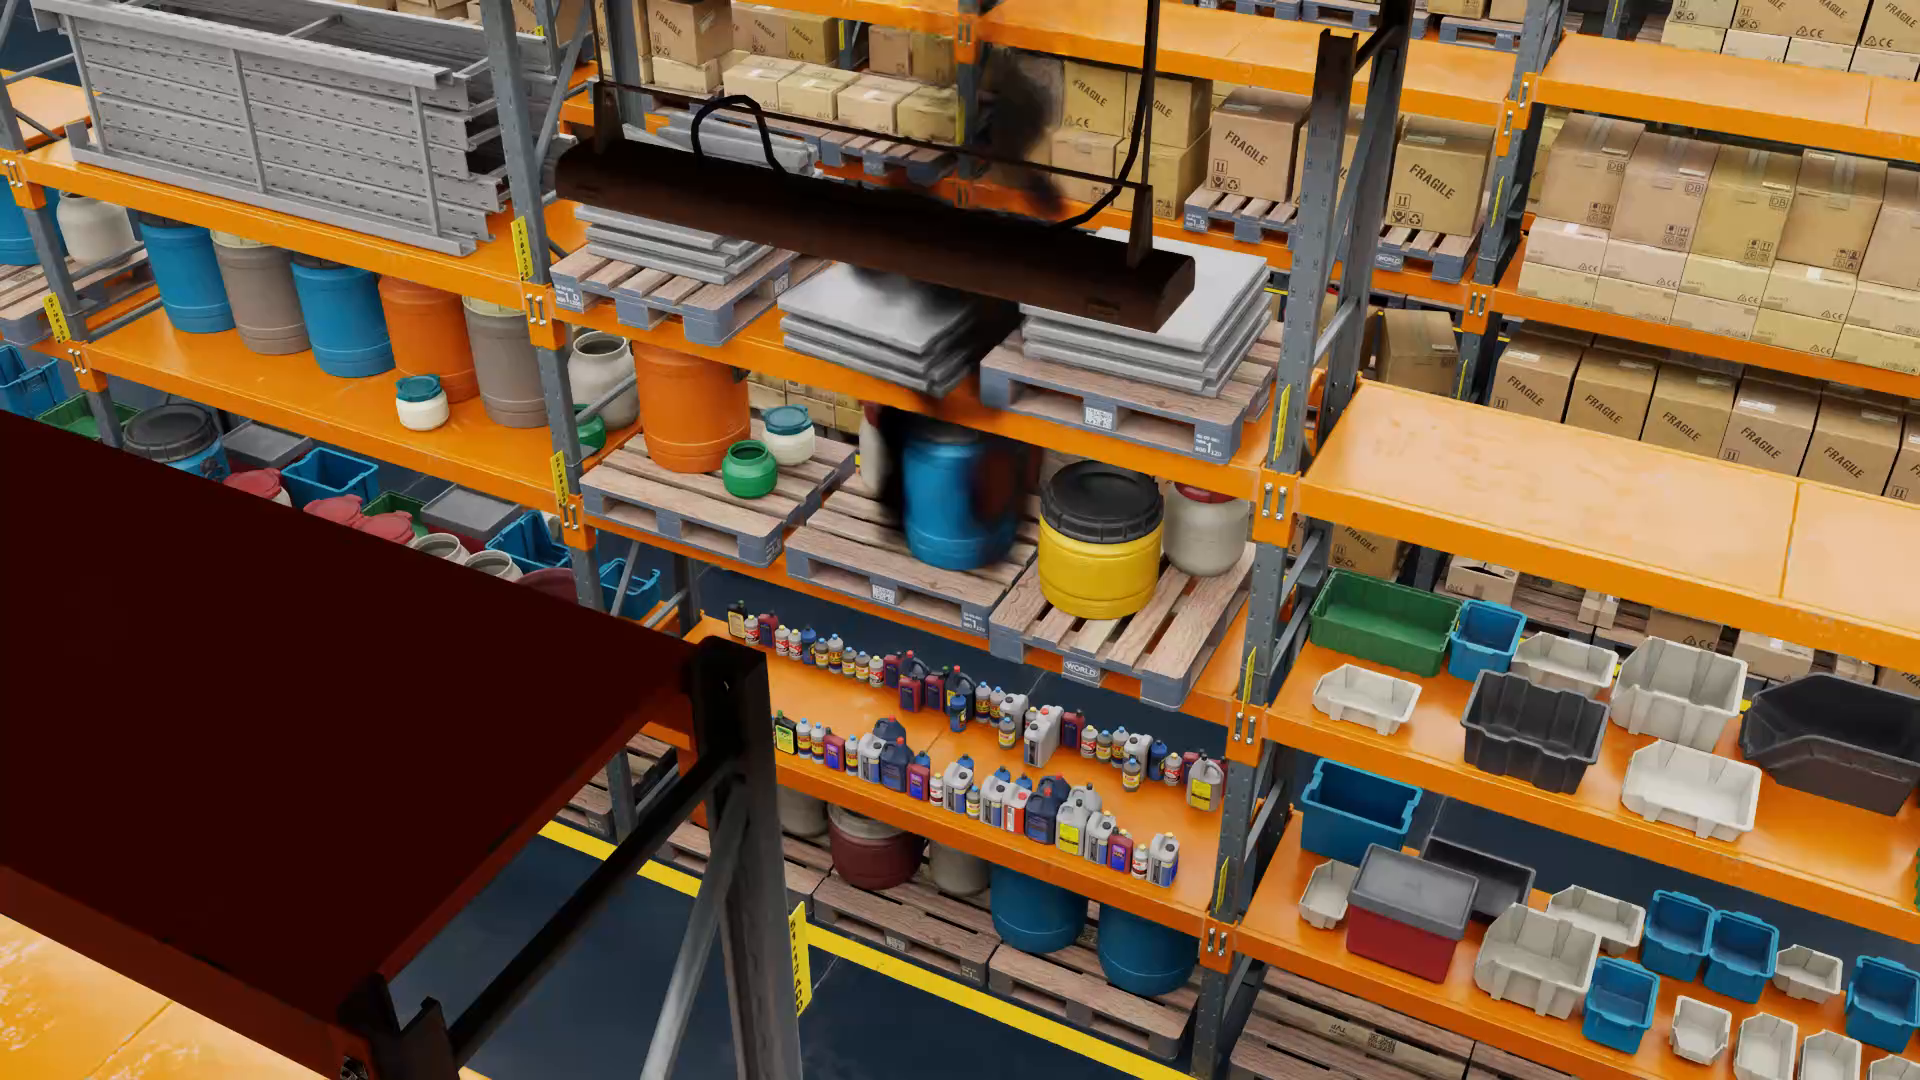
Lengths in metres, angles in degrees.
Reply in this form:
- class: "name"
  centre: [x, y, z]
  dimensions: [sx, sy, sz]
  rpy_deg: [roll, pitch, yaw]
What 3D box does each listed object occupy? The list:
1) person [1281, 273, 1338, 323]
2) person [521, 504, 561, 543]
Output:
- class: "person"
  centre: [3.024, -1.657, 14.762]
  dimensions: [0.784, 1.716, 0.639]
  rpy_deg: [17, 38, 22]
- class: "person"
  centre: [-3.310, -0.180, 12.703]
  dimensions: [0.606, 1.666, 0.589]
  rpy_deg: [13, 37, 18]
